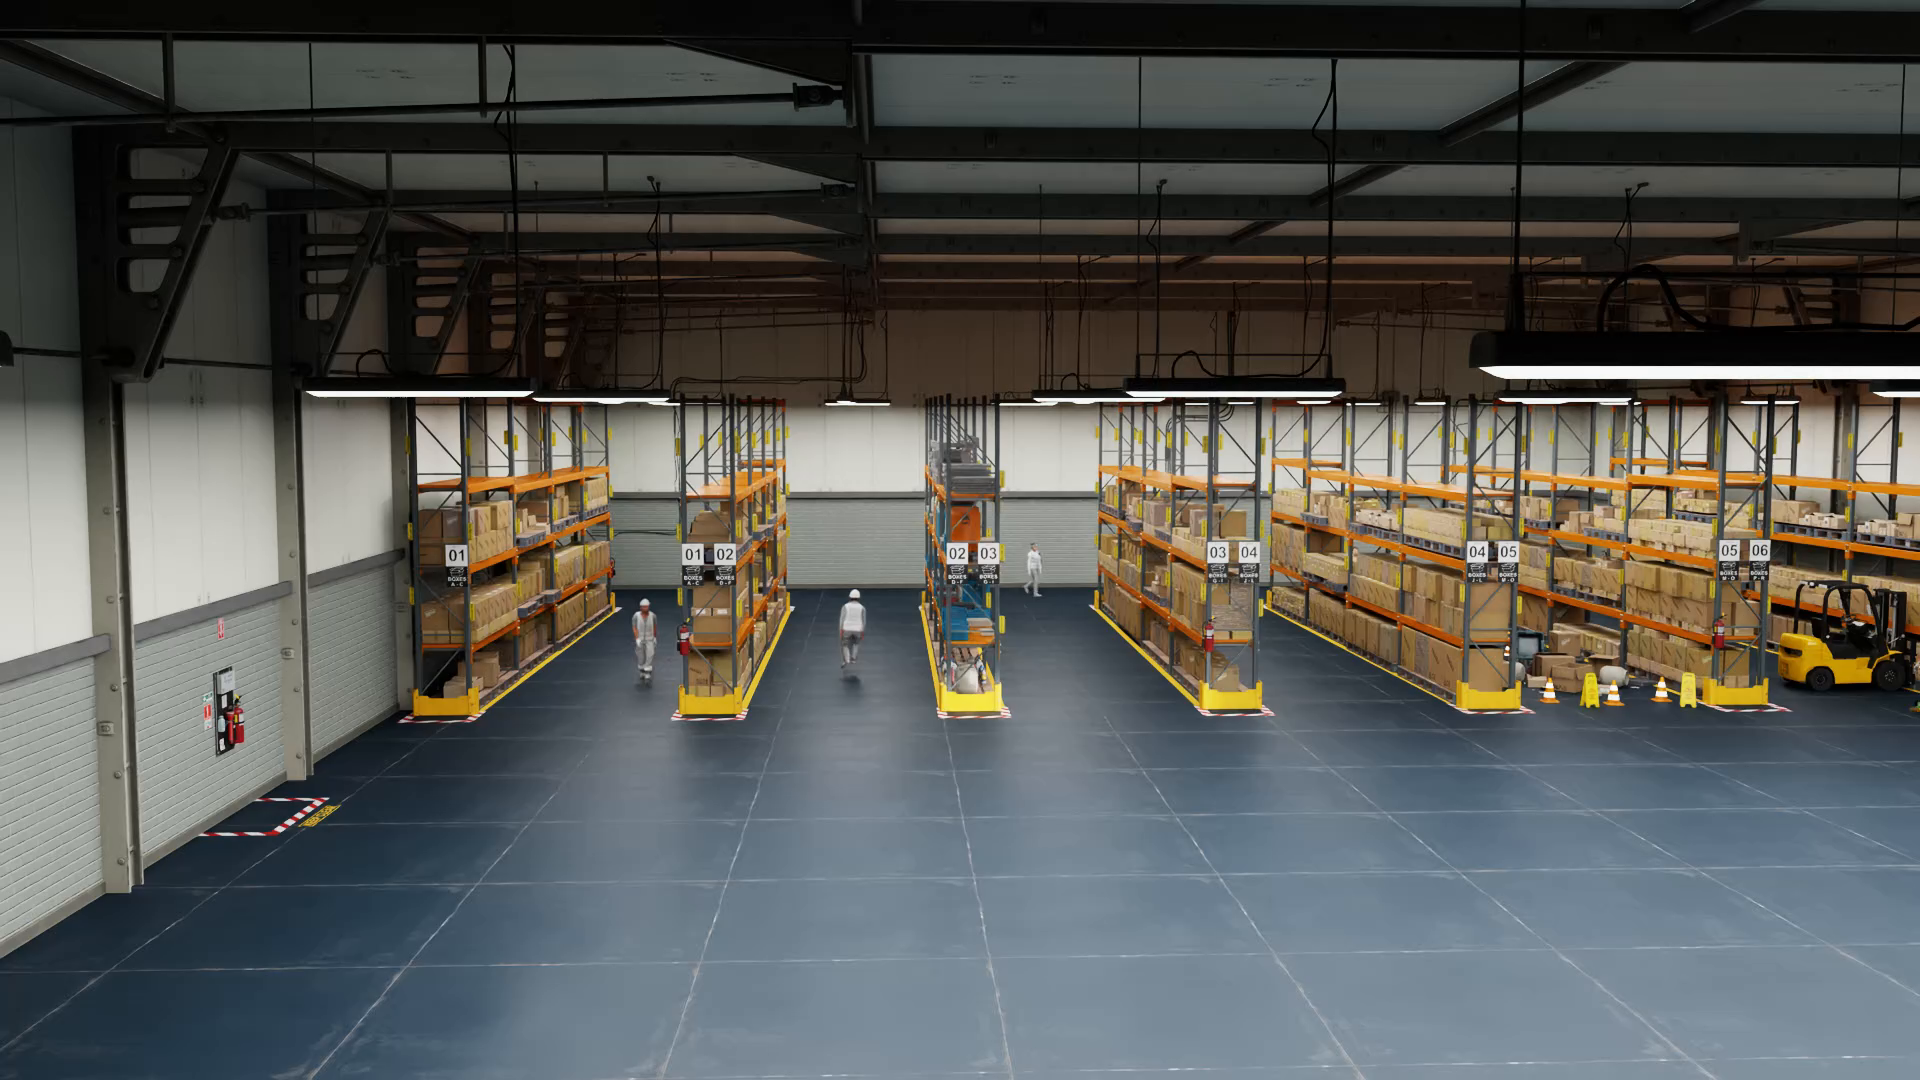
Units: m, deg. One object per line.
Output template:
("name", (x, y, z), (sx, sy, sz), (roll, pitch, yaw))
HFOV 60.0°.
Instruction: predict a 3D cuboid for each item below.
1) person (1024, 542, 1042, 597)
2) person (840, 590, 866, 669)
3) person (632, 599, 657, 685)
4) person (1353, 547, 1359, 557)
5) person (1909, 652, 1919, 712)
("person", (2.223, 0.878, 50.604), (0.722, 1.662, 0.471), (3, 6, 35))
("person", (-2.290, 1.839, 35.580), (0.565, 1.563, 0.548), (0, 5, -2))
("person", (-6.570, 2.102, 34.687), (0.523, 1.735, 0.963), (-1, 5, -15))
("person", (11.955, 0.972, 50.220), (0.606, 1.577, 0.690), (1, 5, 8))
("person", (18.325, 2.372, 31.326), (1.034, 1.754, 0.588), (-1, 5, -10))
